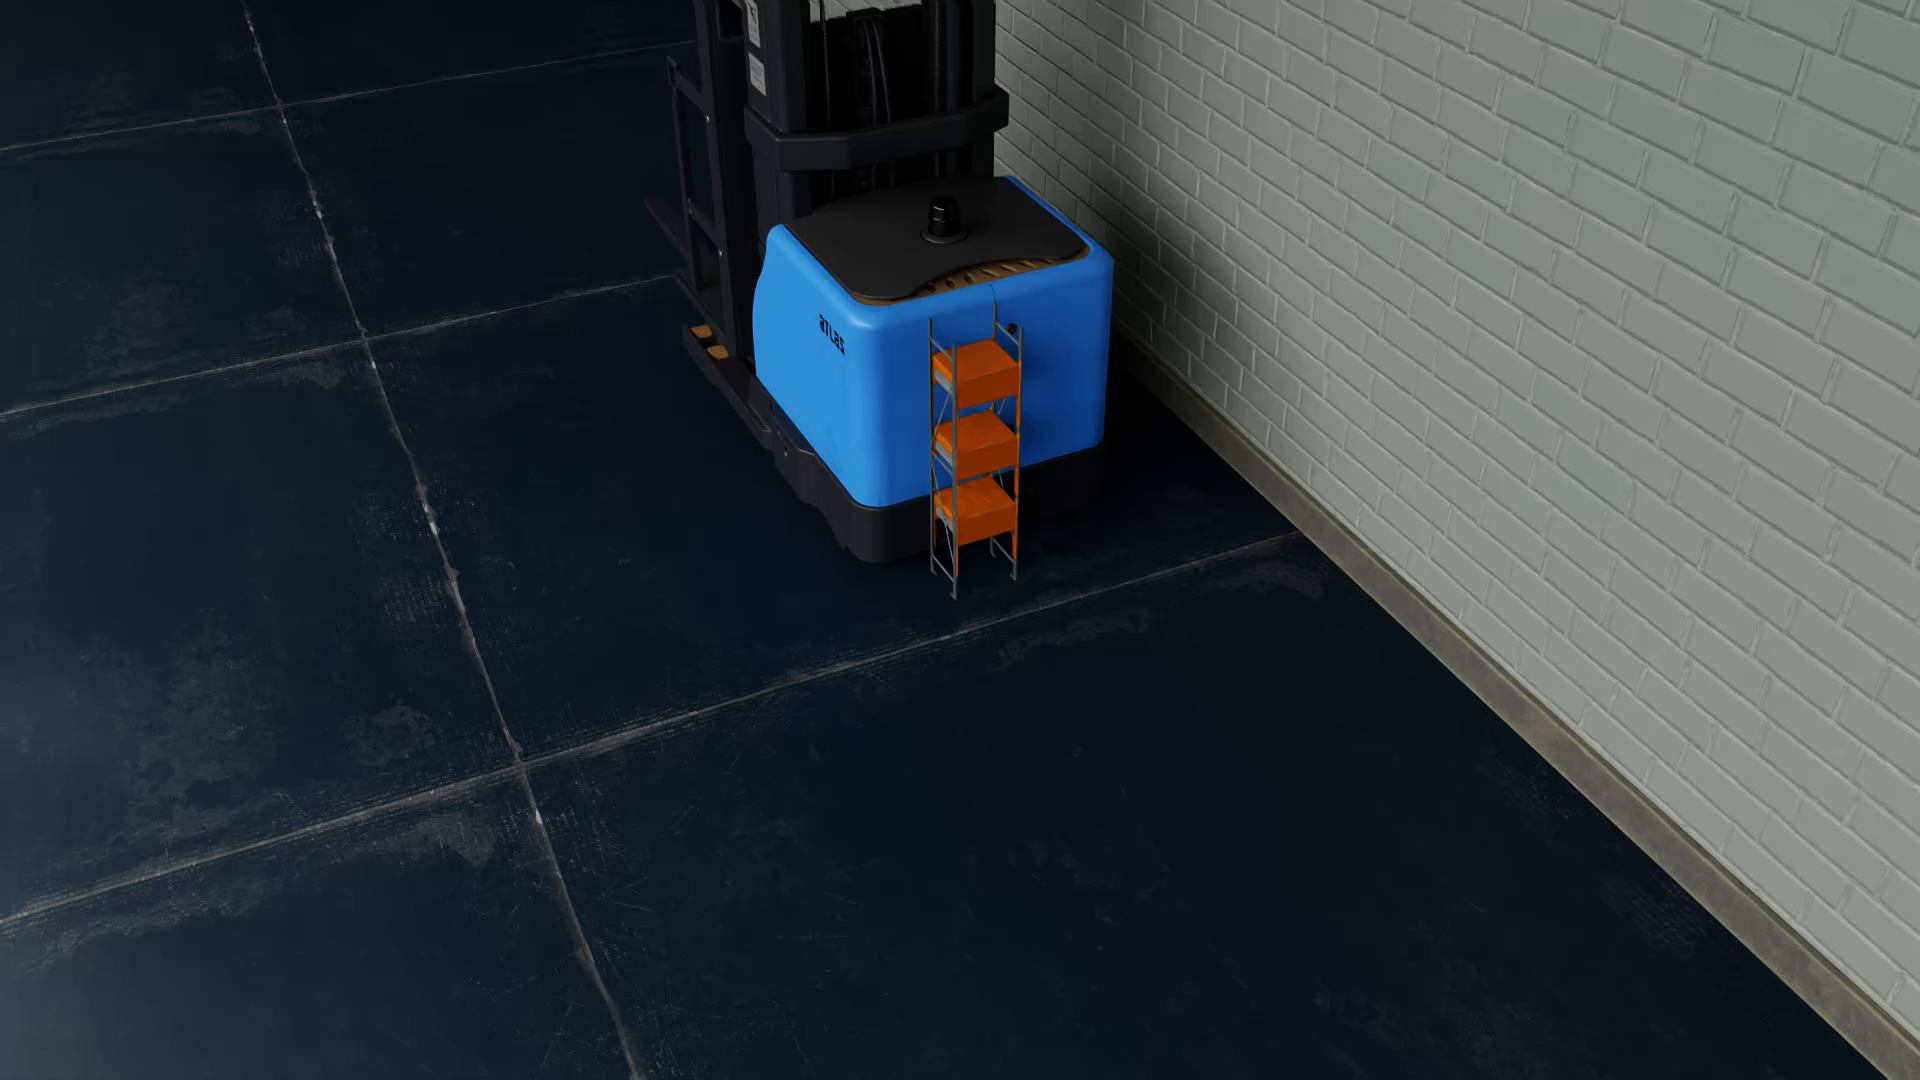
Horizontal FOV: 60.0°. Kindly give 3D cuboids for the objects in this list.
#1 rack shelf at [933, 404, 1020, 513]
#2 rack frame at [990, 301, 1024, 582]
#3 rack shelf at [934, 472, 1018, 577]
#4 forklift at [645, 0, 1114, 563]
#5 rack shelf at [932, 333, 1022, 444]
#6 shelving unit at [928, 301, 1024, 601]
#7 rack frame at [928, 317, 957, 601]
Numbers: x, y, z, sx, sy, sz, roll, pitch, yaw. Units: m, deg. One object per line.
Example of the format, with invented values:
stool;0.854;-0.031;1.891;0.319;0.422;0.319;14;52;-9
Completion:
rack shelf;0.051;-0.283;5.768;0.240;0.259;0.215;-17;40;-21
rack frame;0.159;-0.324;5.806;0.008;1.050;0.200;-17;40;-21
rack shelf;0.050;-0.060;5.934;0.240;0.259;0.215;-17;40;-21
forklift;-0.558;-1.958;6.429;1.130;2.935;3.031;-17;40;-21
rack shelf;0.051;-0.511;5.599;0.240;0.259;0.215;-17;40;-21
shelving unit;0.051;-0.292;5.762;0.252;1.050;0.215;-17;40;-21
rack frame;-0.058;-0.259;5.717;0.008;1.050;0.200;-17;40;-21
